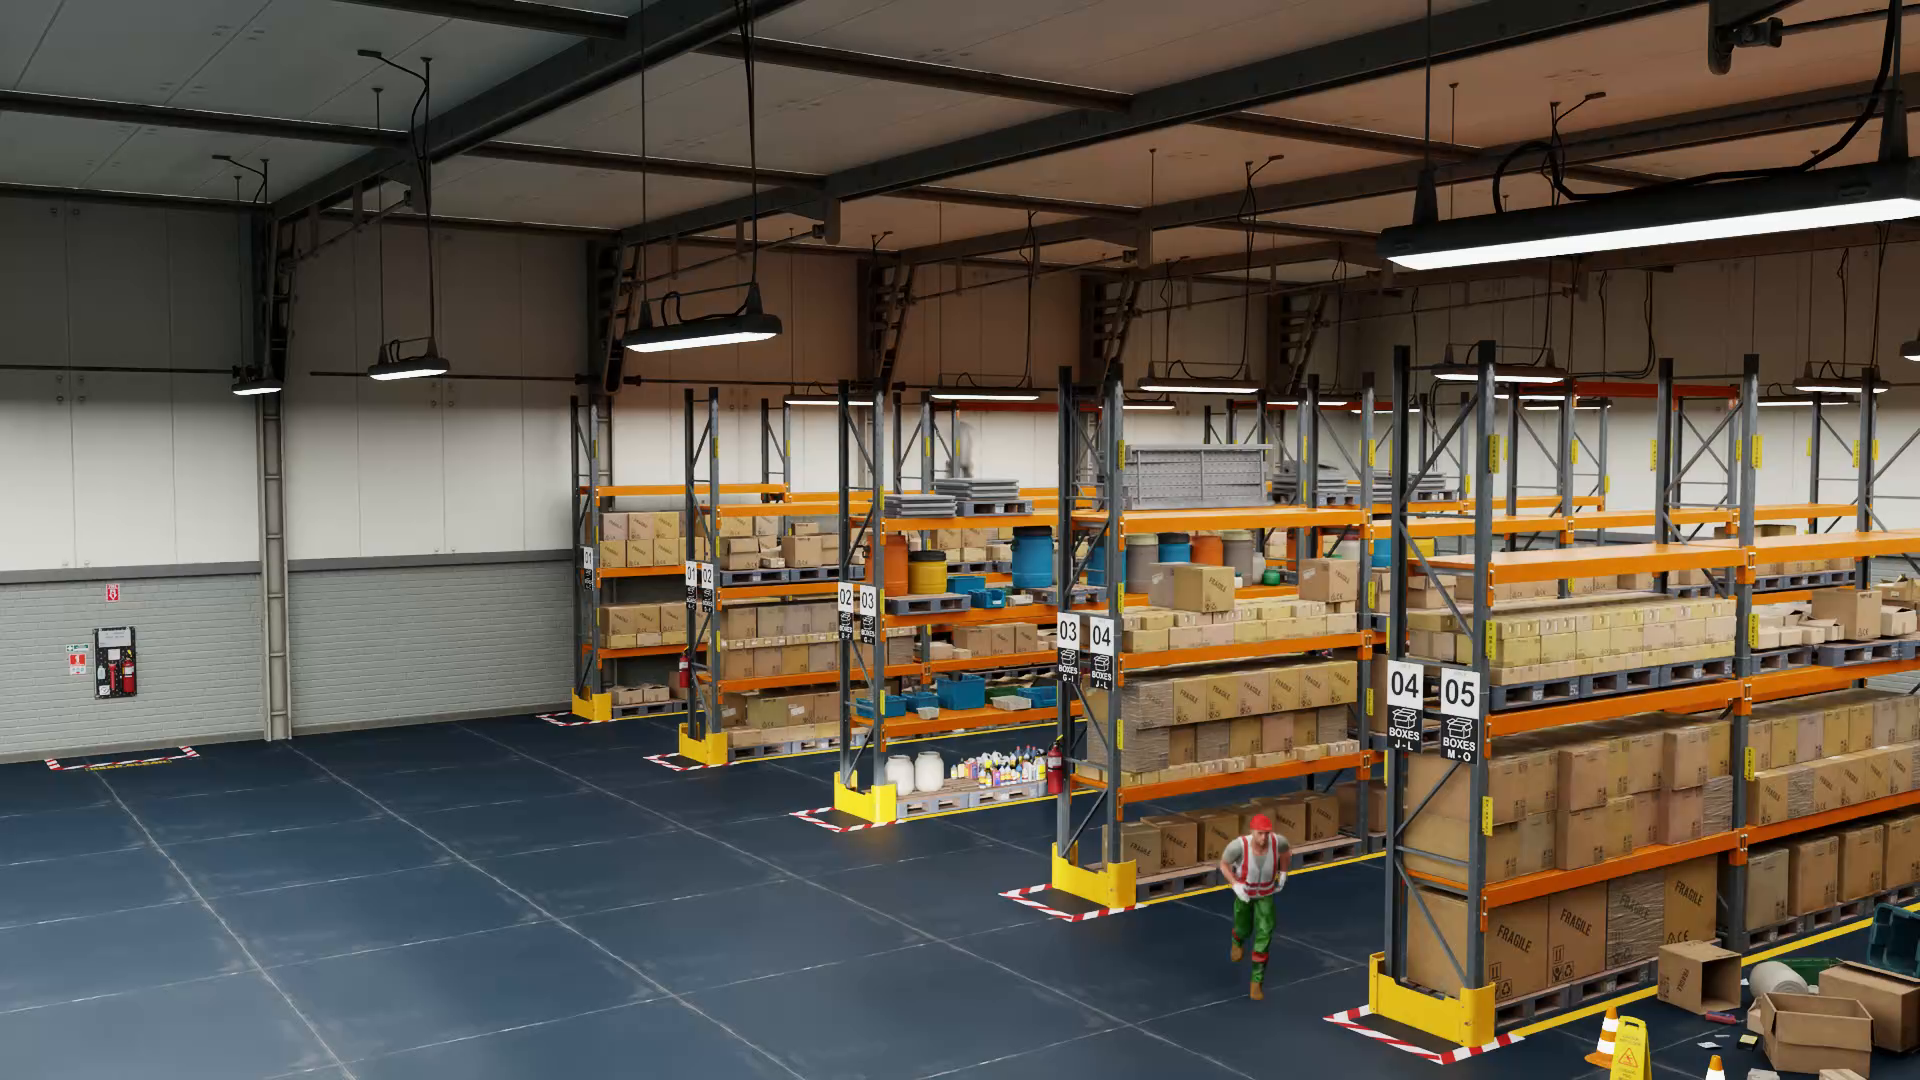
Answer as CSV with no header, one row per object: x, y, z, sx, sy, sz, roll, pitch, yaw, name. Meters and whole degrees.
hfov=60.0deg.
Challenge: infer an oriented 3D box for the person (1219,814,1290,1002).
2.768,3.377,15.773,0.691,1.729,1.050,0,3,-7,person
